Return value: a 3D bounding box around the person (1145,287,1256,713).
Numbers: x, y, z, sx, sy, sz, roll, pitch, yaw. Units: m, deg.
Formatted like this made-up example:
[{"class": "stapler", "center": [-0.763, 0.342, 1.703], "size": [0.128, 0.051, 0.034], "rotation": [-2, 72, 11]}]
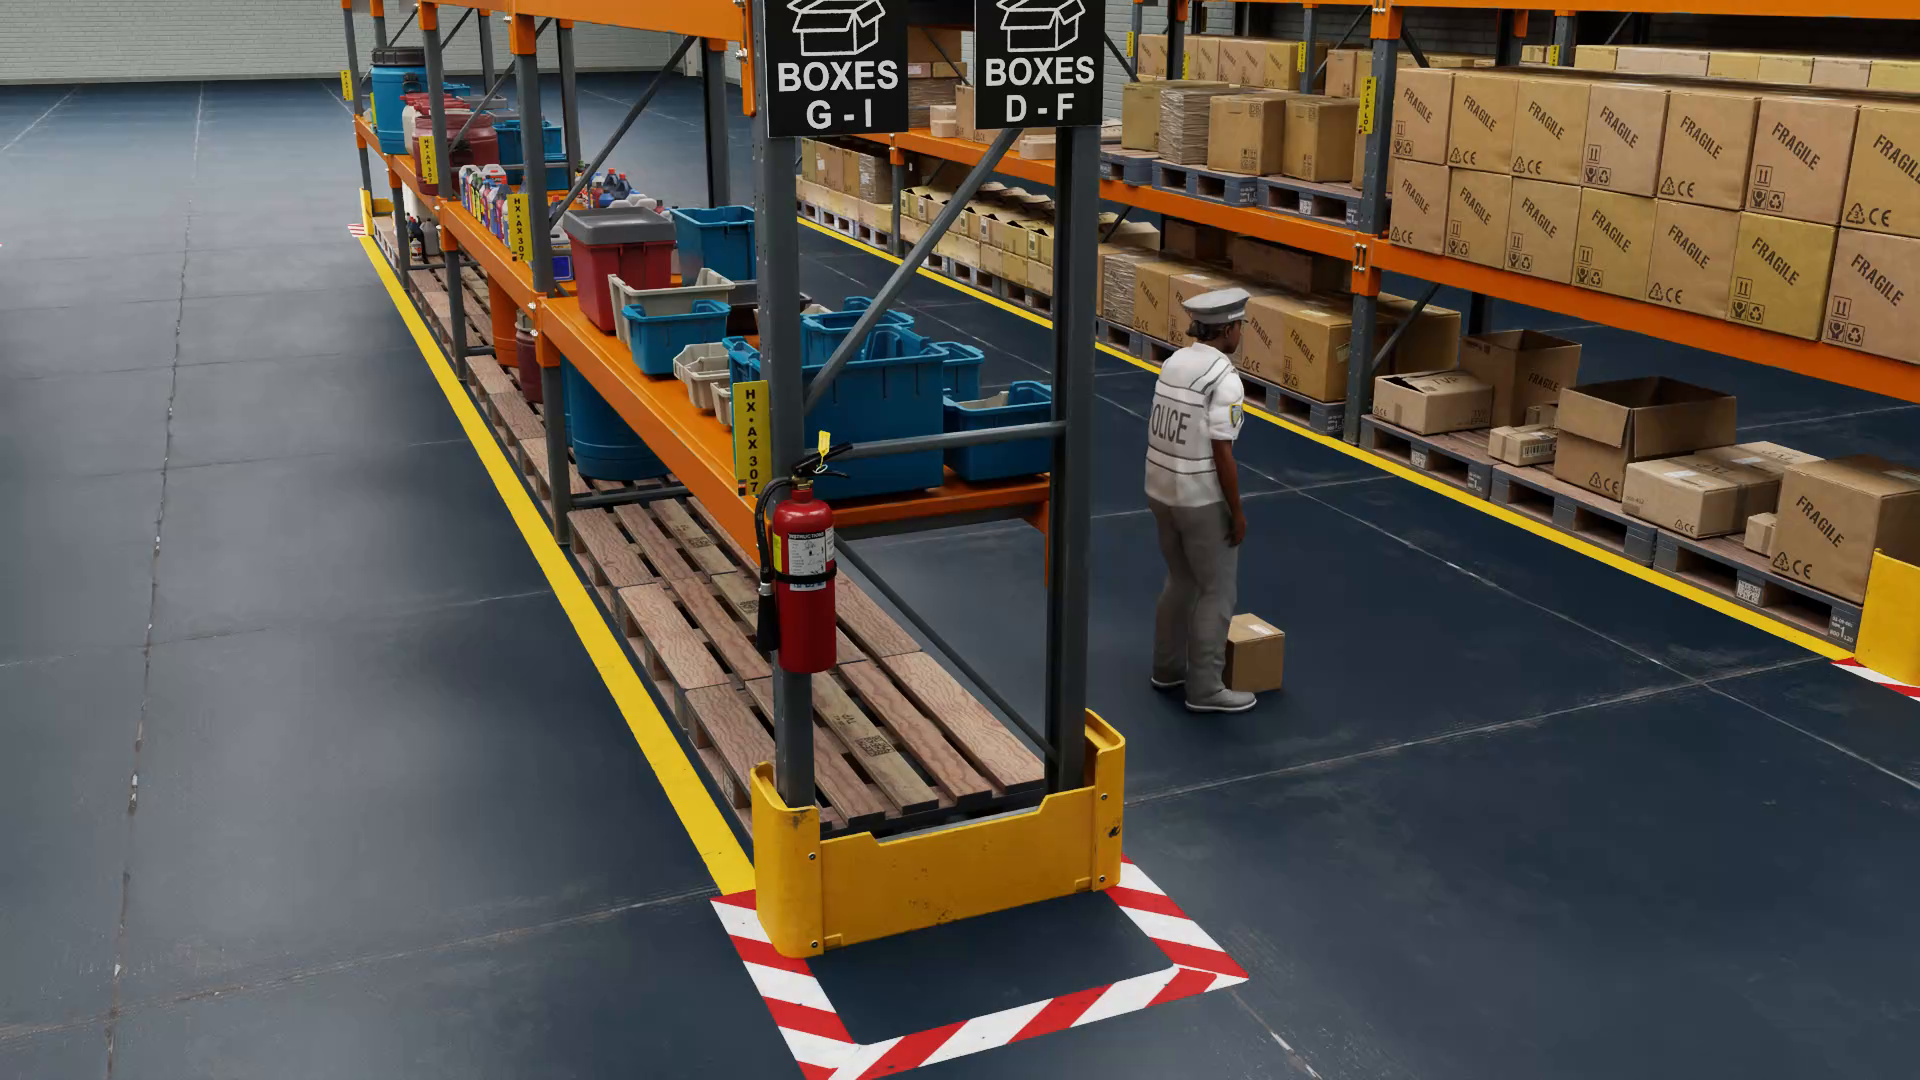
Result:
[{"class": "person", "center": [0.957, -0.153, 6.614], "size": [0.393, 1.655, 0.532], "rotation": [-9, 21, -25]}]
